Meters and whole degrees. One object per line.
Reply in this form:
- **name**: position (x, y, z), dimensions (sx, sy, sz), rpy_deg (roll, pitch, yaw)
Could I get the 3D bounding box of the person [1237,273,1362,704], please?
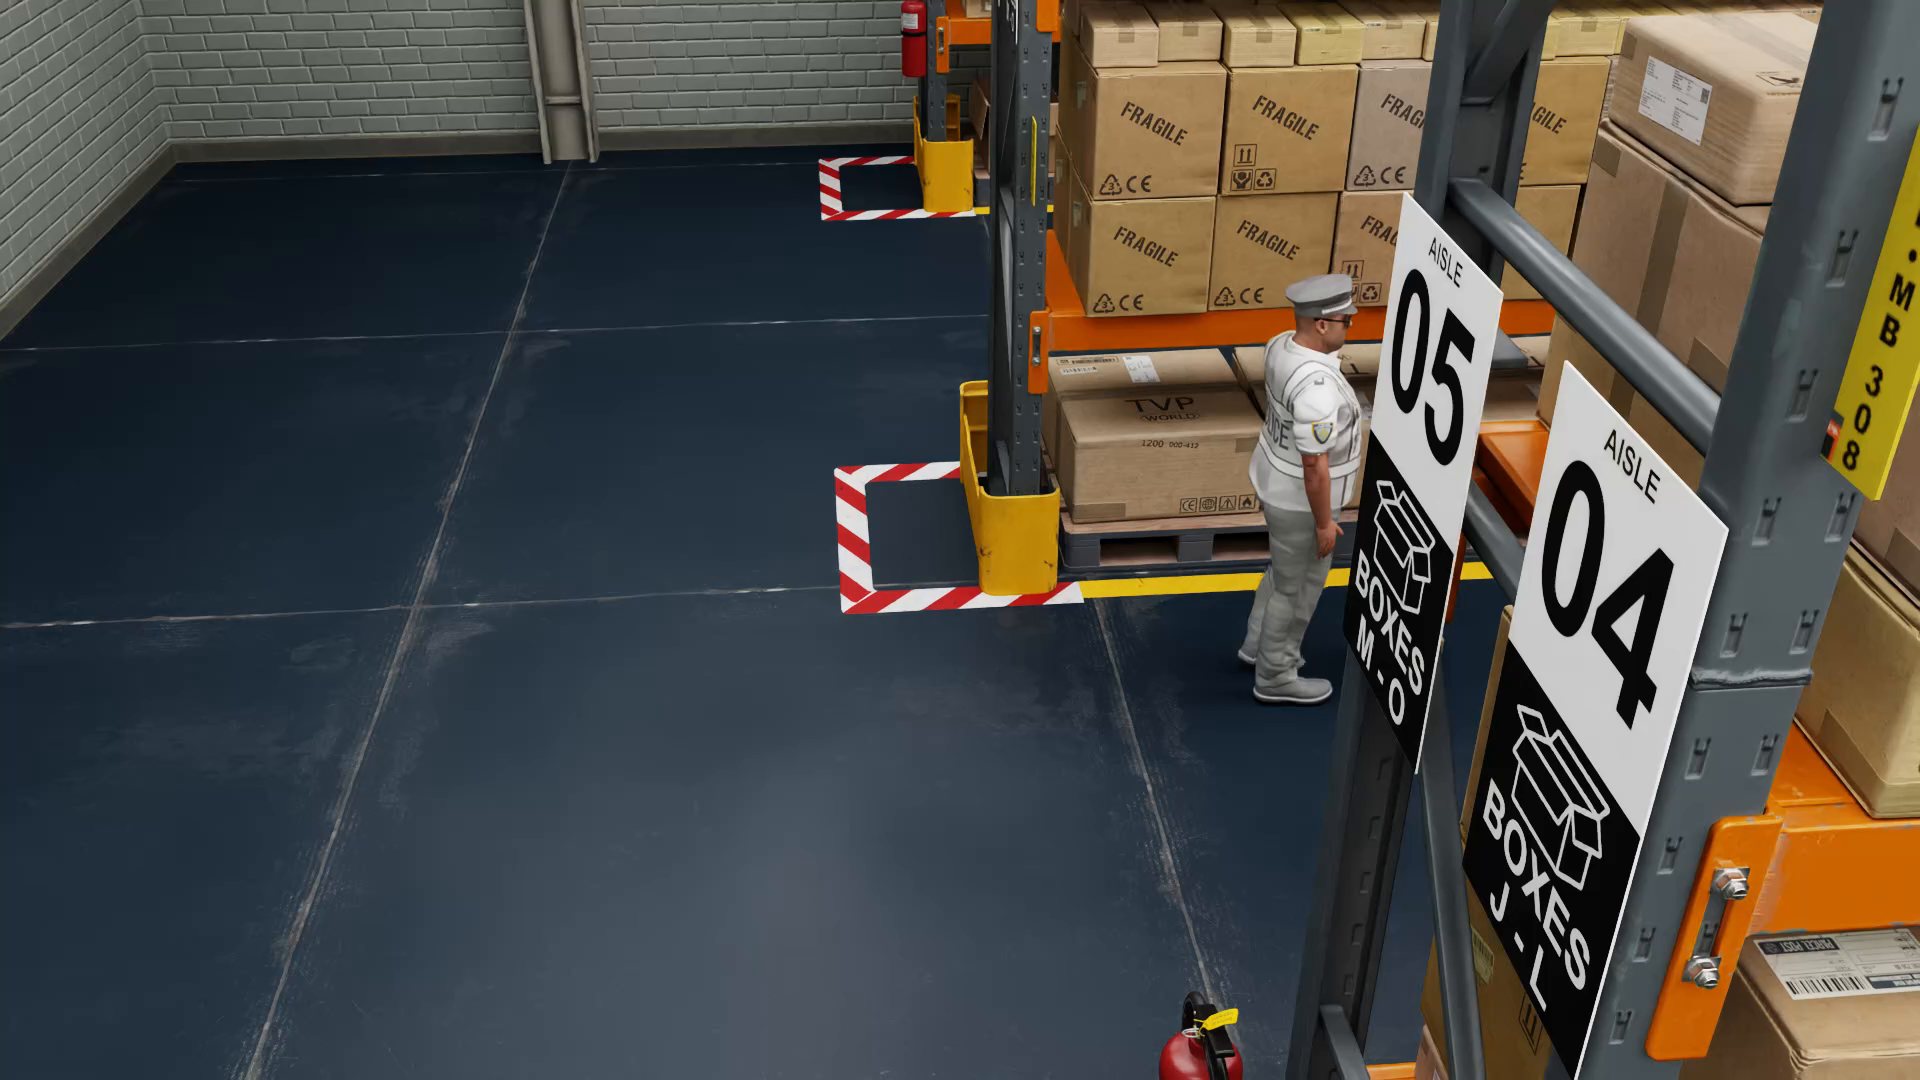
- **person**: position (1.320, -0.160, 6.419), dimensions (0.394, 1.814, 0.559), rpy_deg (-2, 31, -4)
